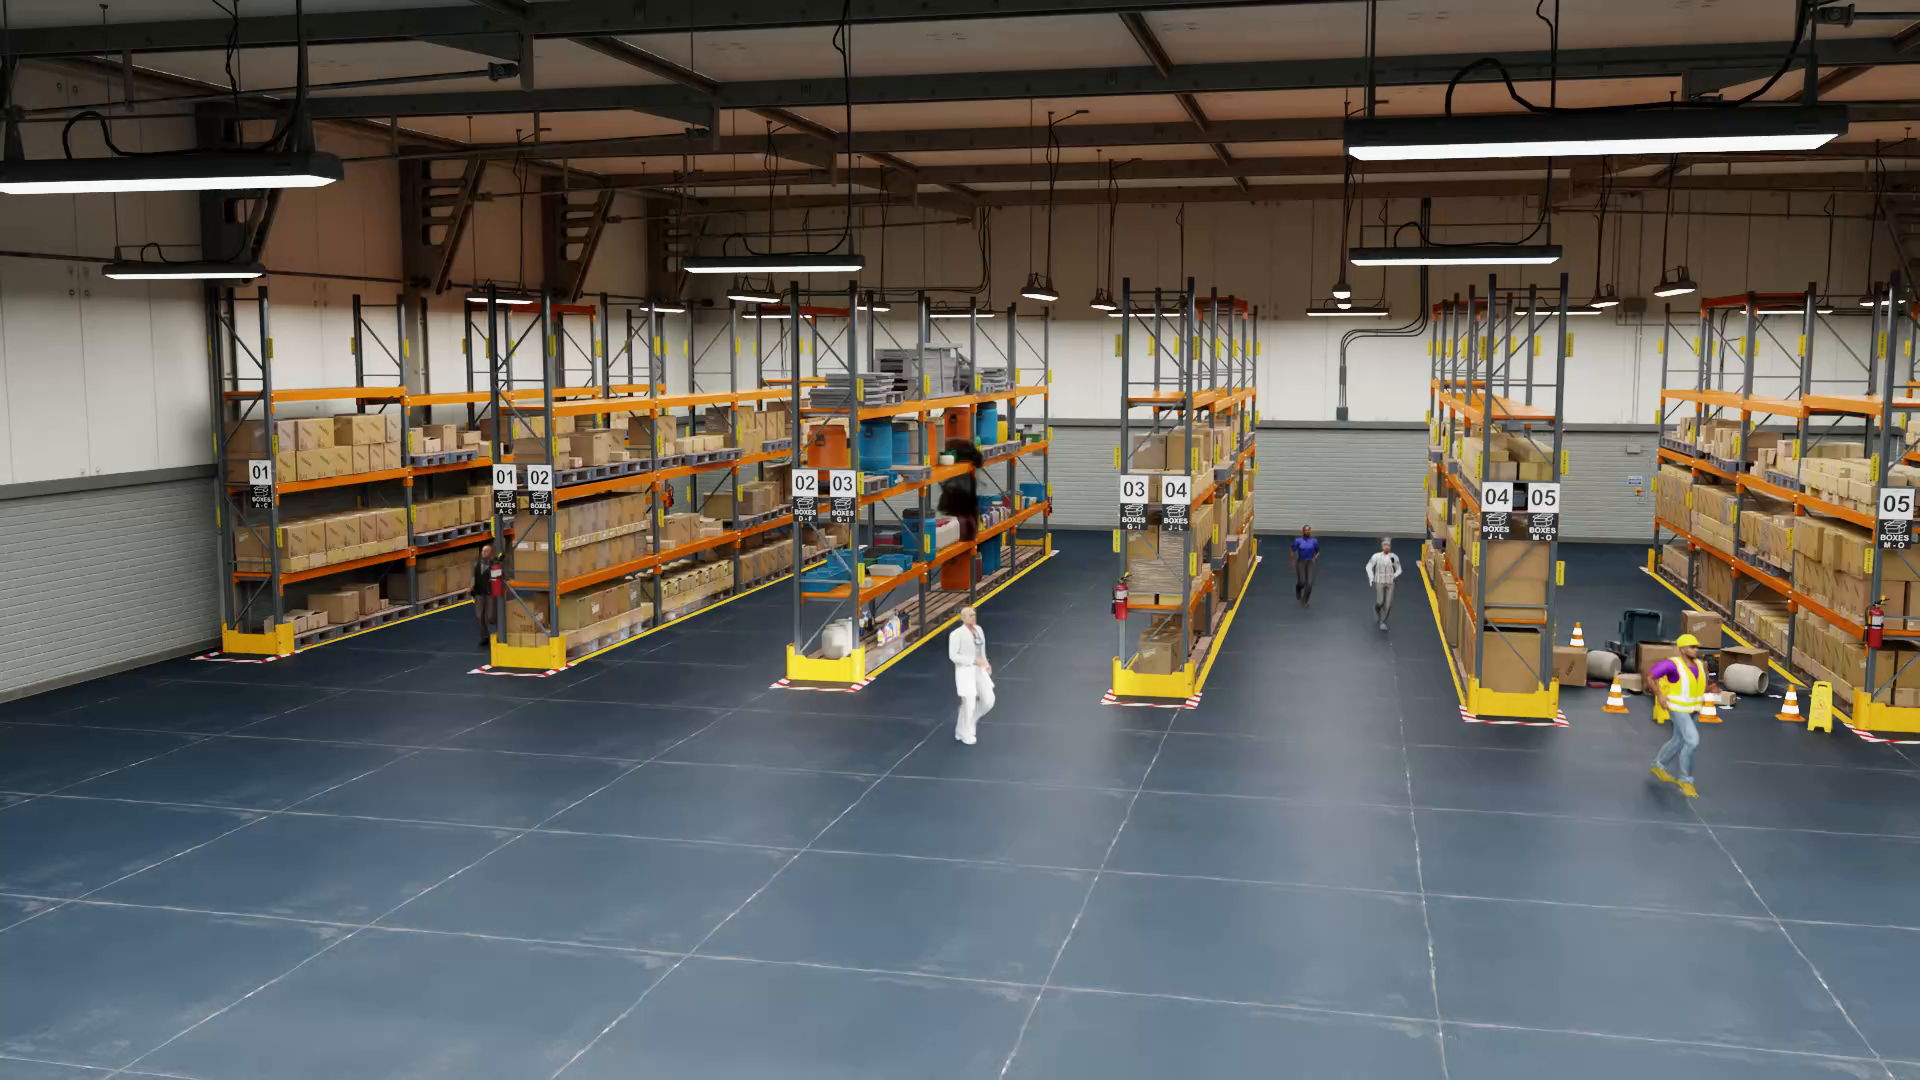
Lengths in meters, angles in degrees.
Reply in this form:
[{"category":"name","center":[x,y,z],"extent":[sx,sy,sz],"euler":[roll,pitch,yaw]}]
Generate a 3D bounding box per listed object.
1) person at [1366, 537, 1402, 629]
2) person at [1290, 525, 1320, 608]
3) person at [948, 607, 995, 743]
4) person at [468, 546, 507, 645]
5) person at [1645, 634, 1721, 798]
[{"category":"person","center":[7.582,0.777,29.684],"extent":[0.608,1.656,0.540],"euler":[1,7,6]},{"category":"person","center":[6.701,0.510,32.242],"extent":[0.574,1.612,0.558],"euler":[0,7,2]},{"category":"person","center":[0.173,1.719,21.100],"extent":[0.695,1.739,0.631],"euler":[-6,9,-41]},{"category":"person","center":[-8.028,0.929,28.264],"extent":[0.659,1.673,0.614],"euler":[1,7,9]},{"category":"person","center":[8.199,1.971,18.862],"extent":[0.674,1.832,0.788],"euler":[-4,8,-30]}]
